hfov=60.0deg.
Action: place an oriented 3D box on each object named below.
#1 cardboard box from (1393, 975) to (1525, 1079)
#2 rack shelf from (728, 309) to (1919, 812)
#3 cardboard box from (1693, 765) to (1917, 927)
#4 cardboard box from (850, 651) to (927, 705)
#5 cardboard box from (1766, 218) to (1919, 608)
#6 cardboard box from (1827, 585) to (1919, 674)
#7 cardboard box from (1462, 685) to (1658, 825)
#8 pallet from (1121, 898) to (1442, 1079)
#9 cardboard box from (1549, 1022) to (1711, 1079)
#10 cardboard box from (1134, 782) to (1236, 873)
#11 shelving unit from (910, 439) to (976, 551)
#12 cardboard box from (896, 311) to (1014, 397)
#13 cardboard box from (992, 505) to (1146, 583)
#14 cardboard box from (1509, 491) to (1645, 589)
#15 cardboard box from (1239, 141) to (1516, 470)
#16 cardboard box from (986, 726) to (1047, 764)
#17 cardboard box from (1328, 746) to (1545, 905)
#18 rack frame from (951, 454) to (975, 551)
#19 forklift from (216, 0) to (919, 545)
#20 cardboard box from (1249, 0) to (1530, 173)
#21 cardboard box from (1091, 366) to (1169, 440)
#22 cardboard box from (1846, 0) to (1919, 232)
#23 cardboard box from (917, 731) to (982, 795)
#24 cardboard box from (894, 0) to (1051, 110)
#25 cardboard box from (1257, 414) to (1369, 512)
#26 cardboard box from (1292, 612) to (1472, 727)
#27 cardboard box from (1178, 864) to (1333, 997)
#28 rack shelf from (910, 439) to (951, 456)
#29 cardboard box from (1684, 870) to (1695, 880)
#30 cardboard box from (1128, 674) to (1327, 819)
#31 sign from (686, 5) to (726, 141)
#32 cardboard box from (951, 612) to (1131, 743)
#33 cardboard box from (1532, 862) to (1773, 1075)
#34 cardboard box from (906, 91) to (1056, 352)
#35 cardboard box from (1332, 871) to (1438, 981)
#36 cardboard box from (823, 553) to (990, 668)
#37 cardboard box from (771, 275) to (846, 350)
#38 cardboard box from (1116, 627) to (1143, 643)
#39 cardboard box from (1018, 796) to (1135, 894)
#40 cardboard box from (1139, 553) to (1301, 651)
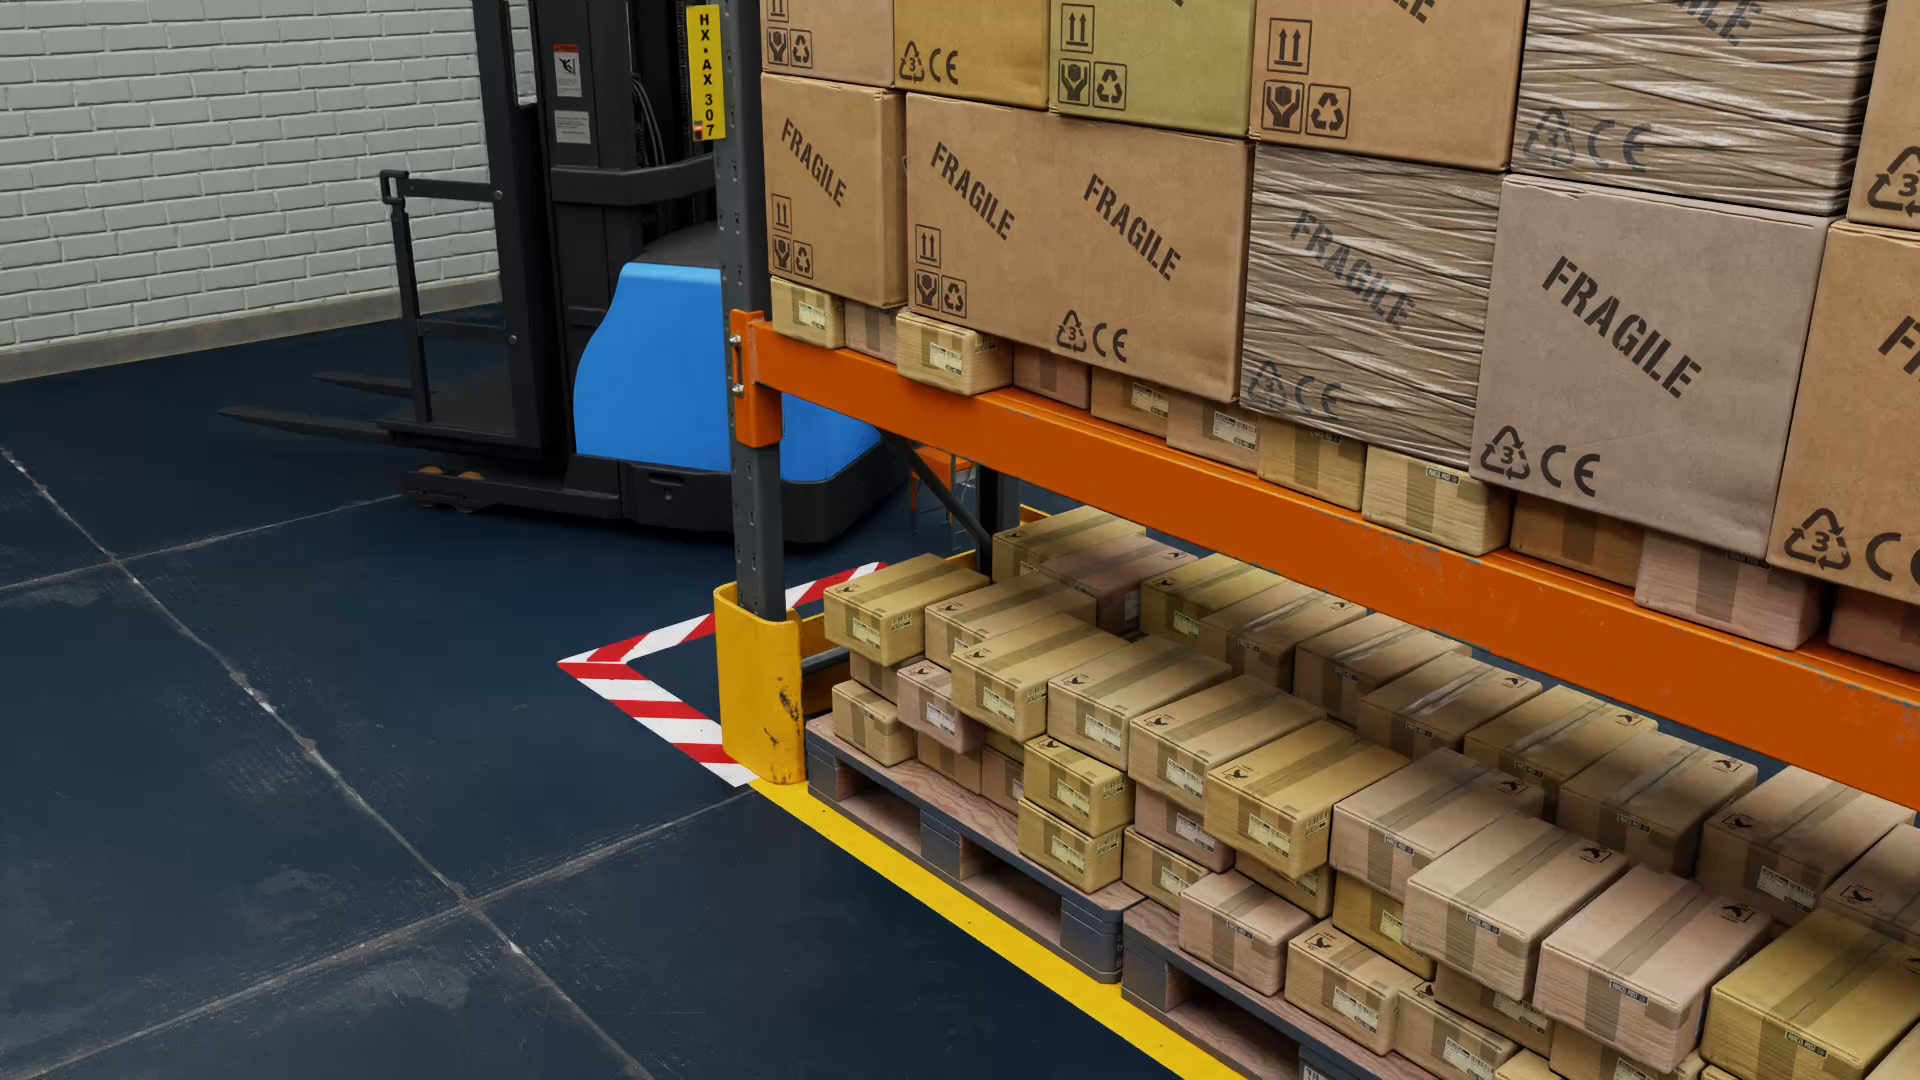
[{"bbox_3d":[1.078,0.937,3.313,0.380,0.149,0.250,-17,27,-36],"label":"cardboard box"},{"bbox_3d":[1.082,-0.012,3.387,1.077,0.370,4.000,-17,27,-37],"label":"rack shelf"},{"bbox_3d":[1.690,0.611,3.327,0.380,0.149,0.250,-17,27,-36],"label":"cardboard box"},{"bbox_3d":[-0.076,0.300,4.530,0.380,0.149,0.250,-16,27,-35],"label":"cardboard box"},{"bbox_3d":[1.519,-0.189,2.309,0.500,0.500,0.500,-18,28,-39],"label":"cardboard box"},{"bbox_3d":[1.527,0.079,2.514,0.380,0.149,0.250,-18,28,-39],"label":"cardboard box"},{"bbox_3d":[1.319,0.478,3.667,0.380,0.149,0.250,-17,27,-37],"label":"cardboard box"},{"bbox_3d":[1.122,0.990,3.667,1.003,0.211,1.213,-17,27,-37],"label":"pallet"},{"bbox_3d":[1.296,0.888,3.030,0.380,0.149,0.250,-17,27,-36],"label":"cardboard box"},{"bbox_3d":[0.617,0.583,3.808,0.380,0.149,0.250,-19,28,-40],"label":"cardboard box"},{"bbox_3d":[-0.035,-0.504,6.330,0.215,1.050,0.252,-17,27,-37],"label":"shelving unit"},{"bbox_3d":[0.072,-0.467,3.908,0.380,0.149,0.250,-18,28,-39],"label":"cardboard box"},{"bbox_3d":[0.314,0.042,4.782,0.380,0.149,0.250,-17,27,-37],"label":"cardboard box"},{"bbox_3d":[1.168,-0.062,2.873,0.380,0.149,0.250,-18,28,-38],"label":"cardboard box"},{"bbox_3d":[0.876,-0.475,3.039,0.500,0.500,0.500,-18,28,-39],"label":"cardboard box"},{"bbox_3d":[0.287,0.436,4.184,0.380,0.149,0.250,-17,27,-37],"label":"cardboard box"},{"bbox_3d":[0.972,0.587,3.390,0.380,0.149,0.250,-17,27,-37],"label":"cardboard box"},{"bbox_3d":[0.045,-0.470,6.244,0.200,1.050,0.008,-17,27,-37],"label":"rack frame"},{"bbox_3d":[-1.744,-1.645,6.664,3.031,2.935,1.130,8,23,19],"label":"forklift"},{"bbox_3d":[0.860,-0.936,2.844,0.500,0.500,0.500,-19,28,-39],"label":"cardboard box"},{"bbox_3d":[0.504,-0.347,3.603,0.380,0.149,0.250,-18,28,-38],"label":"cardboard box"},{"bbox_3d":[1.534,-0.652,2.119,0.500,0.500,0.500,-19,28,-39],"label":"cardboard box"},{"bbox_3d":[0.109,0.506,4.411,0.380,0.149,0.250,-18,27,-38],"label":"cardboard box"},{"bbox_3d":[0.202,-1.225,3.582,0.500,0.500,0.500,-16,27,-36],"label":"cardboard box"},{"bbox_3d":[0.796,-0.196,3.216,0.380,0.149,0.250,-16,27,-36],"label":"cardboard box"},{"bbox_3d":[1.038,0.314,4.088,0.380,0.149,0.250,-16,27,-36],"label":"cardboard box"},{"bbox_3d":[0.695,0.807,3.643,0.380,0.149,0.250,-19,28,-40],"label":"cardboard box"},{"bbox_3d":[-0.035,-0.494,6.334,0.215,0.259,0.240,-17,27,-37],"label":"rack shelf"},{"bbox_3d":[1.521,0.674,3.576,0.380,0.149,0.250,-18,27,-38],"label":"cardboard box"},{"bbox_3d":[0.598,0.457,3.723,0.380,0.149,0.250,-16,27,-35],"label":"cardboard box"},{"bbox_3d":[-0.635,-1.173,4.179,0.100,0.325,0.005,-17,27,-37],"label":"sign"},{"bbox_3d":[0.199,0.329,4.049,0.380,0.149,0.250,-18,27,-38],"label":"cardboard box"},{"bbox_3d":[1.236,0.753,2.966,0.380,0.149,0.250,-19,28,-40],"label":"cardboard box"},{"bbox_3d":[0.229,-0.753,3.748,0.500,0.500,0.500,-17,27,-37],"label":"cardboard box"},{"bbox_3d":[0.994,0.725,3.445,0.380,0.149,0.250,-16,26,-35],"label":"cardboard box"},{"bbox_3d":[-0.139,0.181,4.426,0.380,0.149,0.250,-19,28,-40],"label":"cardboard box"},{"bbox_3d":[-0.261,-0.615,4.285,0.380,0.149,0.250,-18,28,-38],"label":"cardboard box"},{"bbox_3d":[0.467,0.257,4.640,0.380,0.149,0.250,-18,28,-39],"label":"cardboard box"},{"bbox_3d":[0.360,0.670,3.993,0.380,0.149,0.250,-17,27,-37],"label":"cardboard box"},{"bbox_3d":[0.700,0.166,4.465,0.380,0.149,0.250,-18,28,-39],"label":"cardboard box"}]
